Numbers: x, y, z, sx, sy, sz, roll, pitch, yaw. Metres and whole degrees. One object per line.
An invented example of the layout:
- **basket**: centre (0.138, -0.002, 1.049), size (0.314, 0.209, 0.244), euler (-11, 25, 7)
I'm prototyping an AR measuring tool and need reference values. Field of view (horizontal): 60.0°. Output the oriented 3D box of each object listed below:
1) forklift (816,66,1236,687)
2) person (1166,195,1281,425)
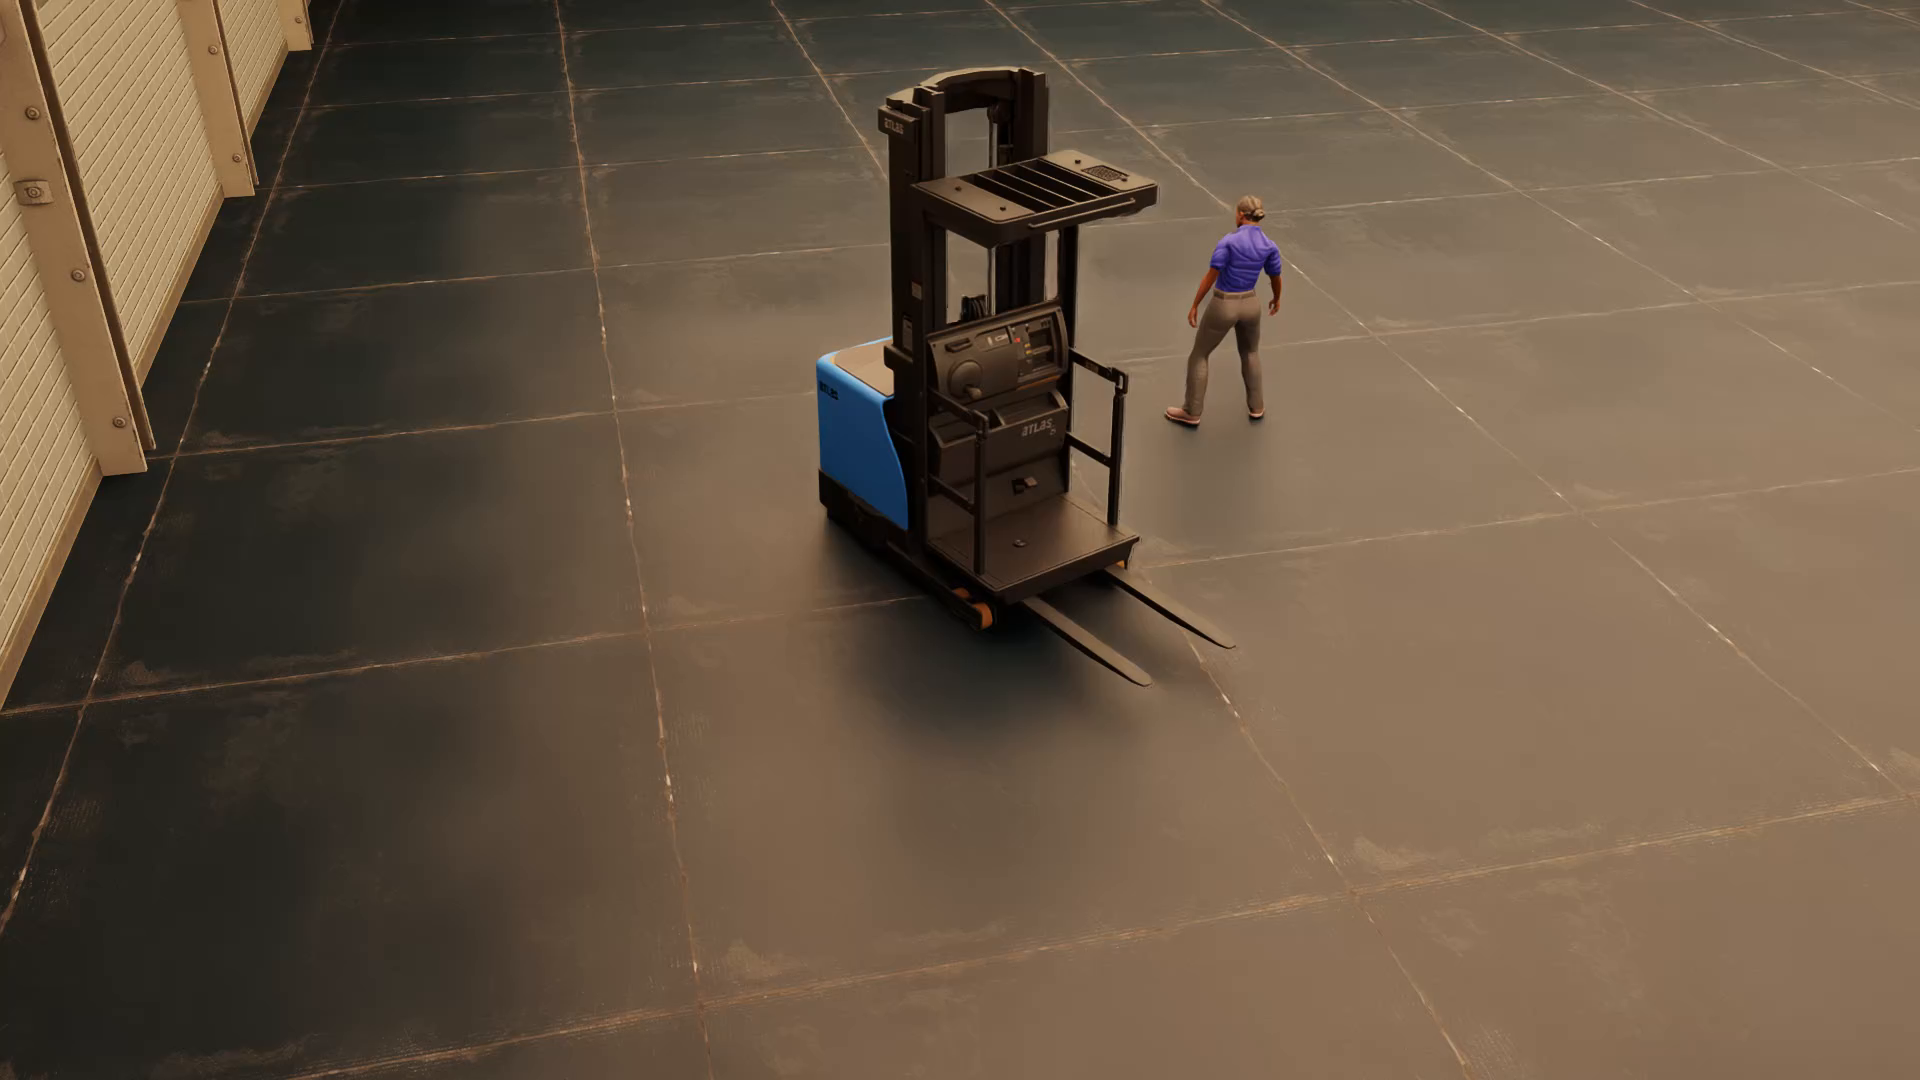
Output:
- **forklift**: centre (0.355, -1.021, 9.338), size (1.130, 2.935, 3.031), euler (-20, 35, -30)
- **person**: centre (1.912, -1.608, 11.683), size (0.834, 1.612, 0.337), euler (-8, 31, -13)
